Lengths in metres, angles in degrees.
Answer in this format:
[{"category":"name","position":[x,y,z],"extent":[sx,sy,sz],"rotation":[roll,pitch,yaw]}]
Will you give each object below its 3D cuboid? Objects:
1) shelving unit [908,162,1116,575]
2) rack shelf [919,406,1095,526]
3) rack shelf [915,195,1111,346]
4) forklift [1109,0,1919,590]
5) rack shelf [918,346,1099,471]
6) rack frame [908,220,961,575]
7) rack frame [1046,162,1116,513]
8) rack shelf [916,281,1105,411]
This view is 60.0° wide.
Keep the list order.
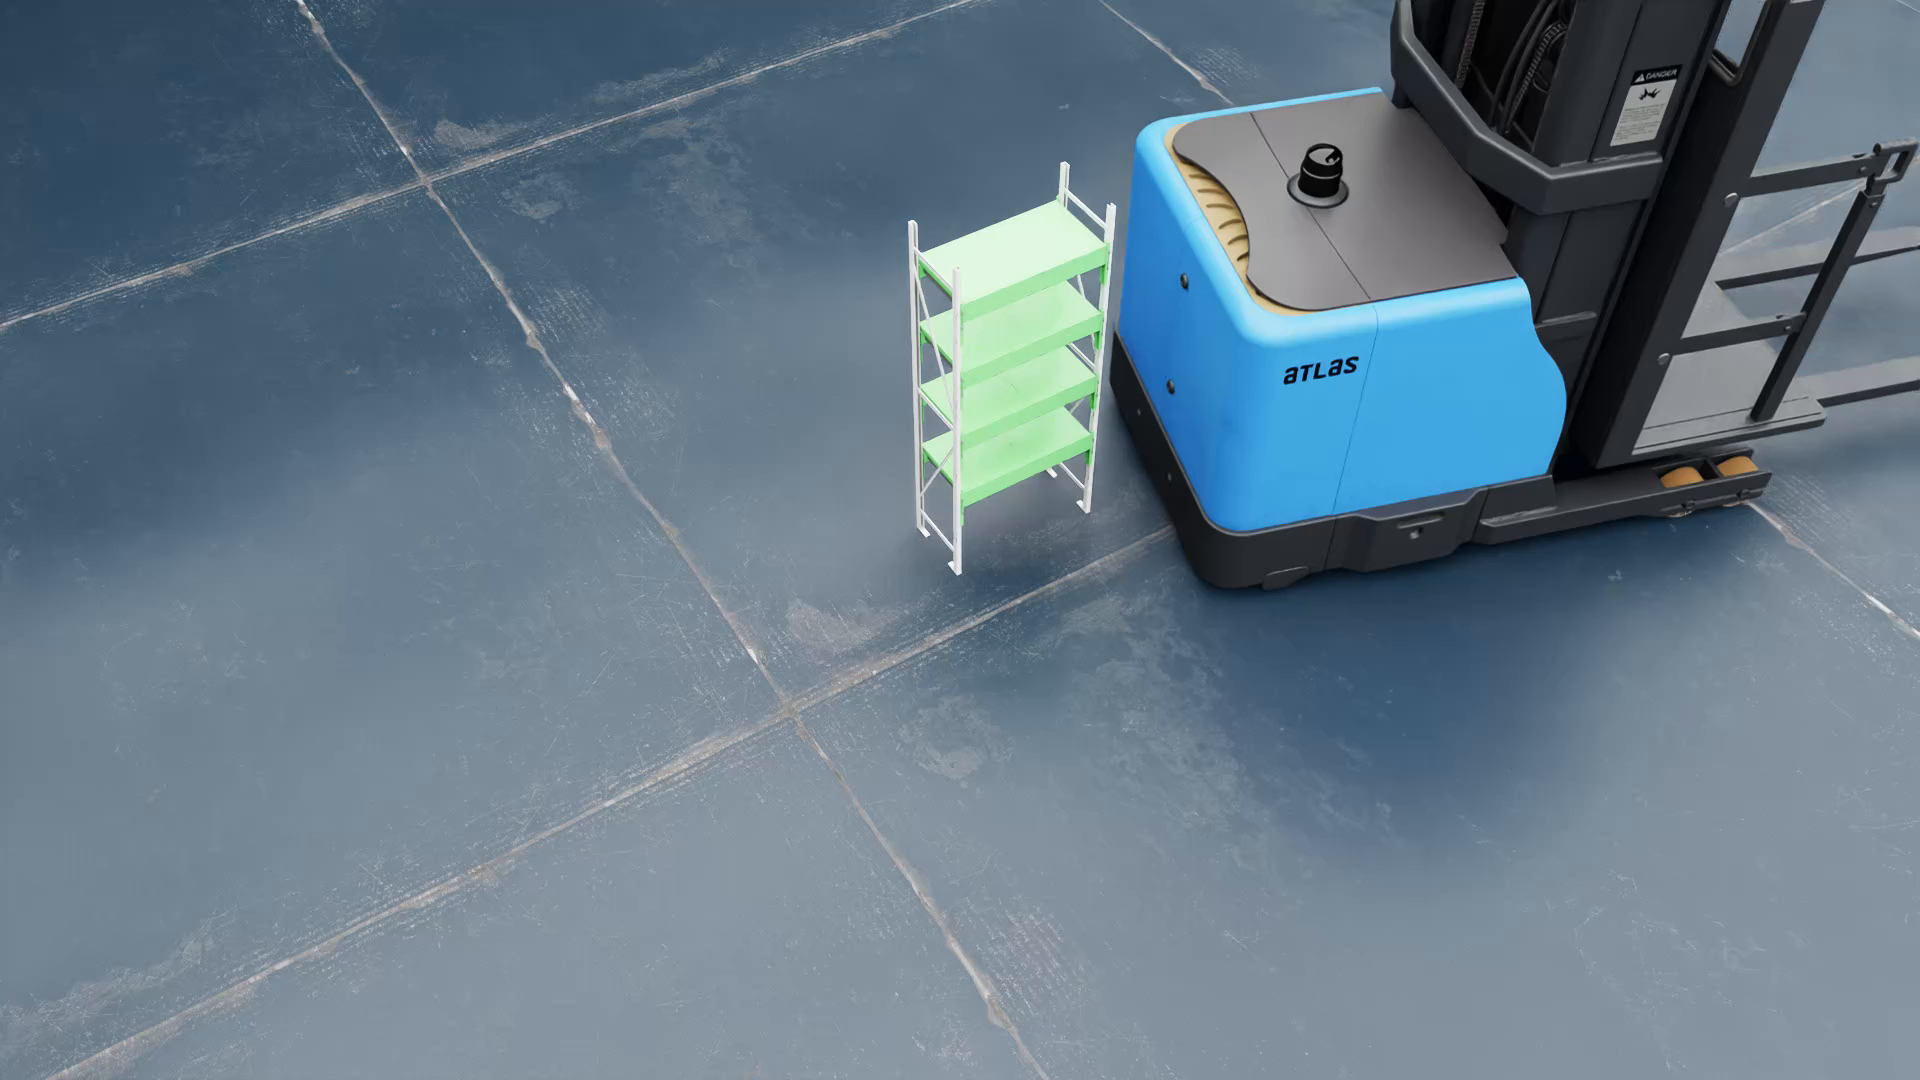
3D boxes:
[{"category":"shelving unit","position":[0.140,-0.465,4.861],"extent":[0.503,1.200,0.258],"rotation":[-25,53,-21]},{"category":"rack shelf","position":[0.140,-0.263,5.088],"extent":[0.480,0.148,0.258],"rotation":[-25,53,-21]},{"category":"rack shelf","position":[0.140,-0.742,4.550],"extent":[0.480,0.148,0.258],"rotation":[-25,53,-21]},{"category":"forklift","position":[2.080,-1.421,4.553],"extent":[3.031,2.935,1.130],"rotation":[-11,49,-9]},{"category":"rack shelf","position":[0.140,-0.422,4.908],"extent":[0.480,0.148,0.258],"rotation":[-25,53,-21]},{"category":"rack frame","position":[-0.066,-0.368,4.774],"extent":[0.015,1.200,0.240],"rotation":[-25,53,-21]},{"category":"rack frame","position":[0.346,-0.562,4.947],"extent":[0.015,1.200,0.240],"rotation":[-25,53,-21]},{"category":"rack shelf","position":[0.140,-0.582,4.729],"extent":[0.480,0.148,0.258],"rotation":[-25,53,-21]}]
